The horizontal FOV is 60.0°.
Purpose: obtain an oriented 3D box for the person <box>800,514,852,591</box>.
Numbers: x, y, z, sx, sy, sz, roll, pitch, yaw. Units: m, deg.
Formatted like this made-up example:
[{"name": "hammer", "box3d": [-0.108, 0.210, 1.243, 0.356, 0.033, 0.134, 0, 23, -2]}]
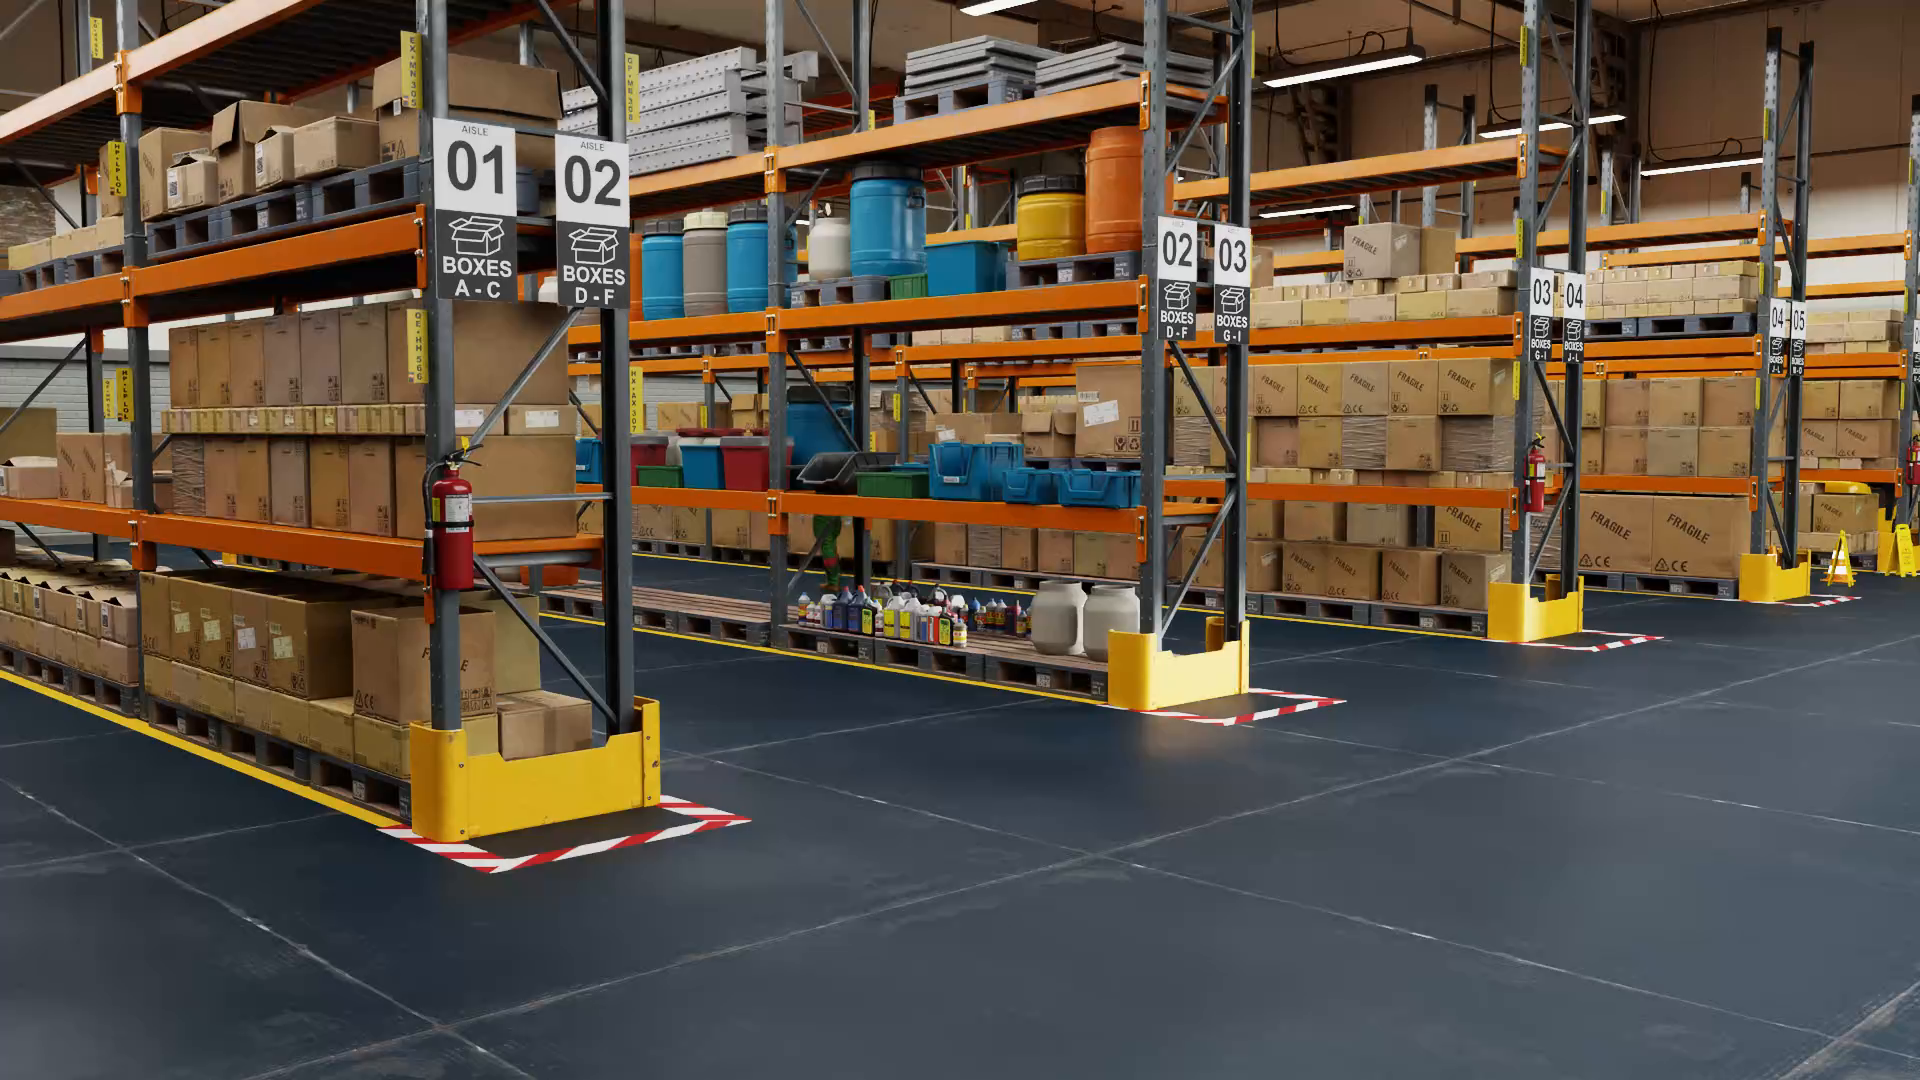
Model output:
[{"name": "person", "box3d": [-1.505, -0.297, 18.613, 0.529, 1.852, 0.591, -3, 5, -35]}]
